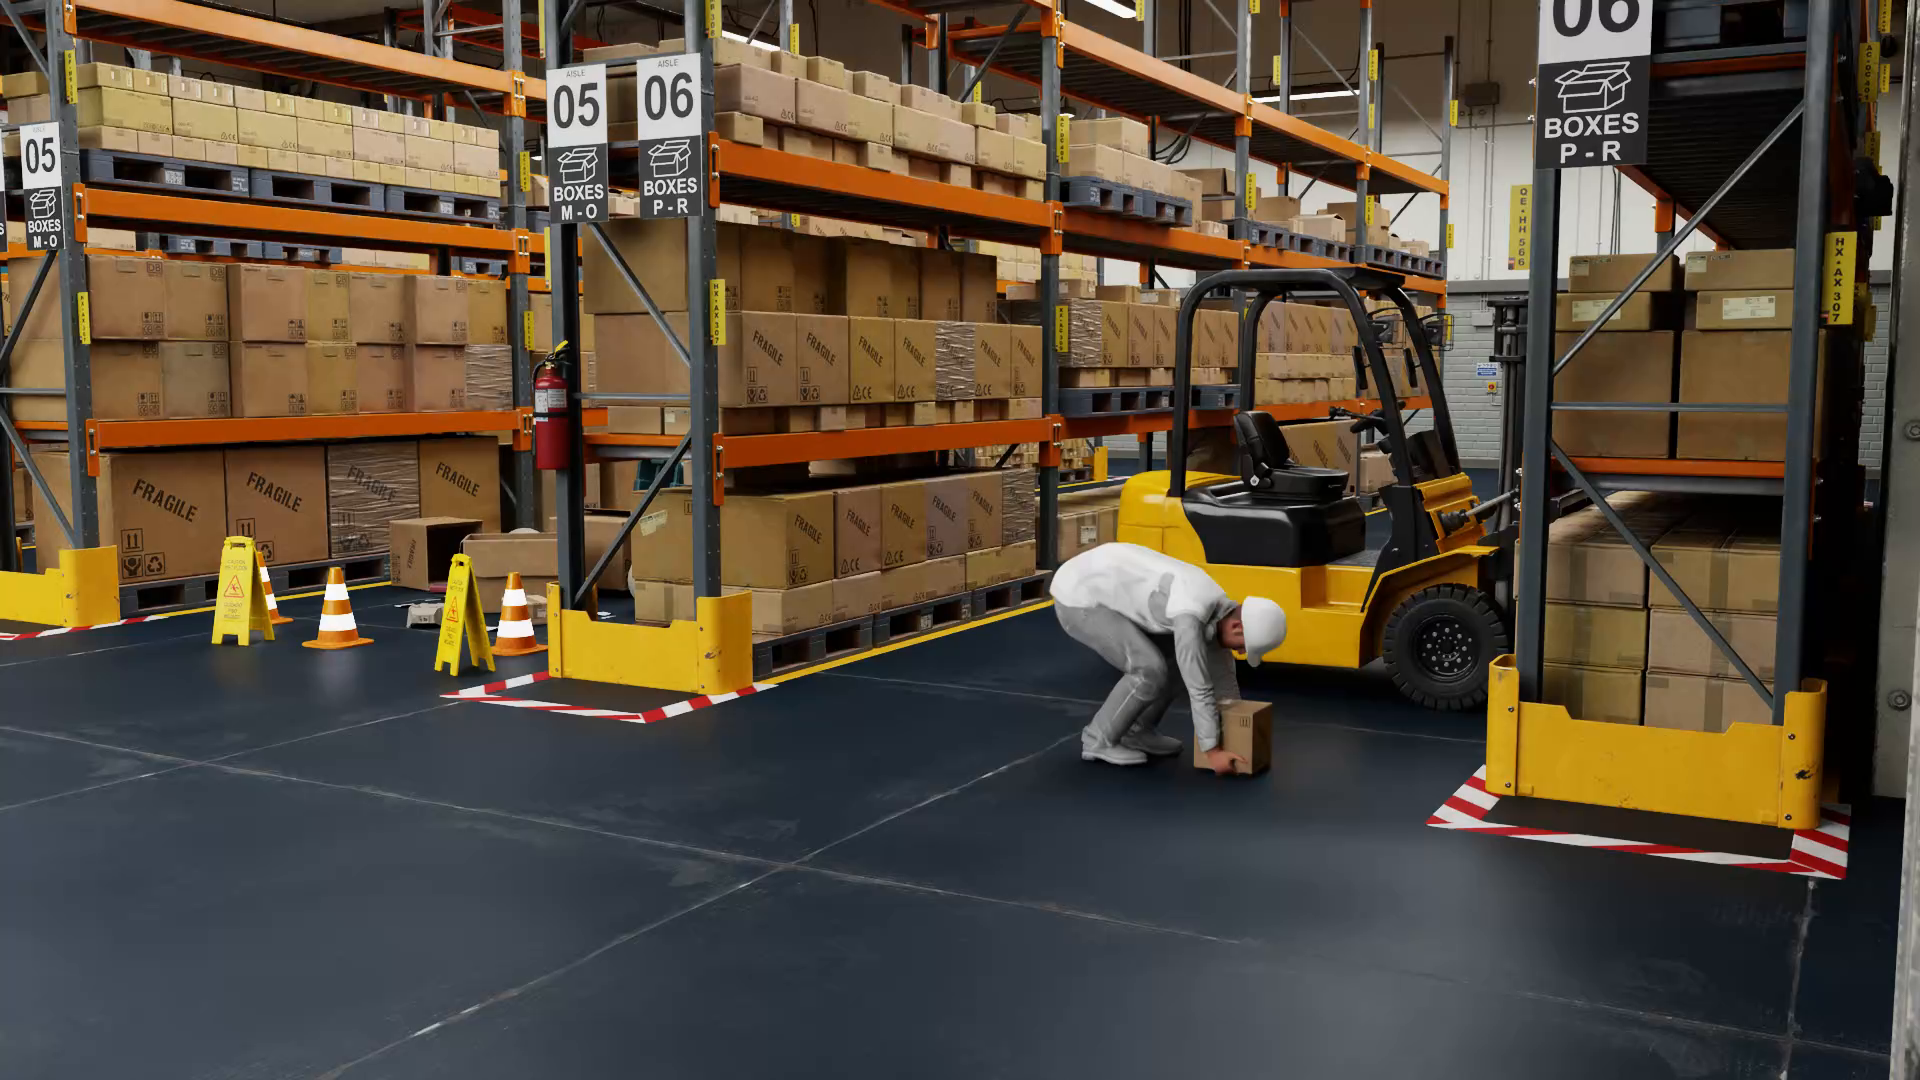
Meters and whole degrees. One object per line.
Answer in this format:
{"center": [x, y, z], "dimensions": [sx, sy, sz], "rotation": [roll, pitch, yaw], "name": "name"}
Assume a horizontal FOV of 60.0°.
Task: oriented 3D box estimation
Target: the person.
{"center": [0.878, 0.479, 6.995], "dimensions": [0.998, 0.923, 0.504], "rotation": [3, 7, 26], "name": "person"}
